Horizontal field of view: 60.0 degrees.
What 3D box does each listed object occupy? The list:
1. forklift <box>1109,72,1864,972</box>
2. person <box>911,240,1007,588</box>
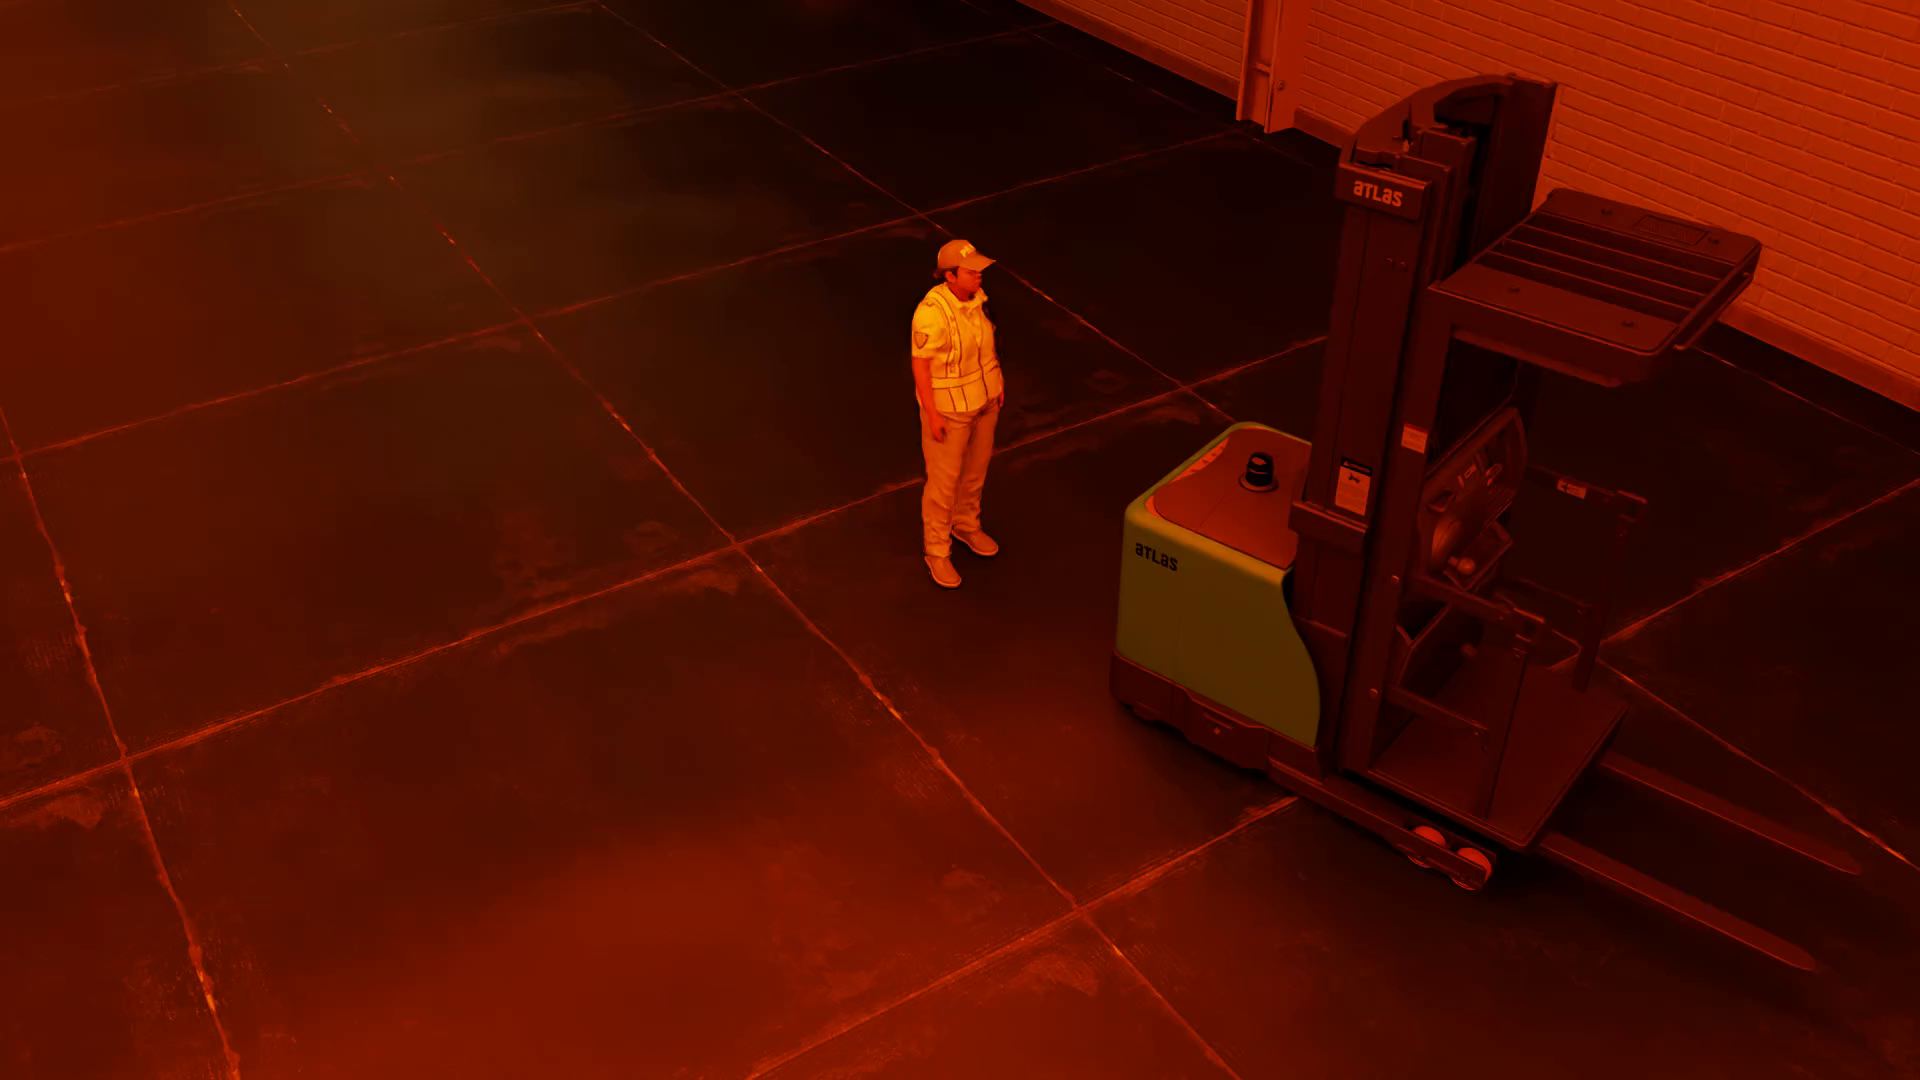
[{"bbox_3d":[2.146,-0.139,6.346,3.031,2.935,1.130,25,42,31],"label":"forklift"},{"bbox_3d":[0.000,-0.649,8.165,0.442,1.671,0.662,25,42,31],"label":"person"}]
